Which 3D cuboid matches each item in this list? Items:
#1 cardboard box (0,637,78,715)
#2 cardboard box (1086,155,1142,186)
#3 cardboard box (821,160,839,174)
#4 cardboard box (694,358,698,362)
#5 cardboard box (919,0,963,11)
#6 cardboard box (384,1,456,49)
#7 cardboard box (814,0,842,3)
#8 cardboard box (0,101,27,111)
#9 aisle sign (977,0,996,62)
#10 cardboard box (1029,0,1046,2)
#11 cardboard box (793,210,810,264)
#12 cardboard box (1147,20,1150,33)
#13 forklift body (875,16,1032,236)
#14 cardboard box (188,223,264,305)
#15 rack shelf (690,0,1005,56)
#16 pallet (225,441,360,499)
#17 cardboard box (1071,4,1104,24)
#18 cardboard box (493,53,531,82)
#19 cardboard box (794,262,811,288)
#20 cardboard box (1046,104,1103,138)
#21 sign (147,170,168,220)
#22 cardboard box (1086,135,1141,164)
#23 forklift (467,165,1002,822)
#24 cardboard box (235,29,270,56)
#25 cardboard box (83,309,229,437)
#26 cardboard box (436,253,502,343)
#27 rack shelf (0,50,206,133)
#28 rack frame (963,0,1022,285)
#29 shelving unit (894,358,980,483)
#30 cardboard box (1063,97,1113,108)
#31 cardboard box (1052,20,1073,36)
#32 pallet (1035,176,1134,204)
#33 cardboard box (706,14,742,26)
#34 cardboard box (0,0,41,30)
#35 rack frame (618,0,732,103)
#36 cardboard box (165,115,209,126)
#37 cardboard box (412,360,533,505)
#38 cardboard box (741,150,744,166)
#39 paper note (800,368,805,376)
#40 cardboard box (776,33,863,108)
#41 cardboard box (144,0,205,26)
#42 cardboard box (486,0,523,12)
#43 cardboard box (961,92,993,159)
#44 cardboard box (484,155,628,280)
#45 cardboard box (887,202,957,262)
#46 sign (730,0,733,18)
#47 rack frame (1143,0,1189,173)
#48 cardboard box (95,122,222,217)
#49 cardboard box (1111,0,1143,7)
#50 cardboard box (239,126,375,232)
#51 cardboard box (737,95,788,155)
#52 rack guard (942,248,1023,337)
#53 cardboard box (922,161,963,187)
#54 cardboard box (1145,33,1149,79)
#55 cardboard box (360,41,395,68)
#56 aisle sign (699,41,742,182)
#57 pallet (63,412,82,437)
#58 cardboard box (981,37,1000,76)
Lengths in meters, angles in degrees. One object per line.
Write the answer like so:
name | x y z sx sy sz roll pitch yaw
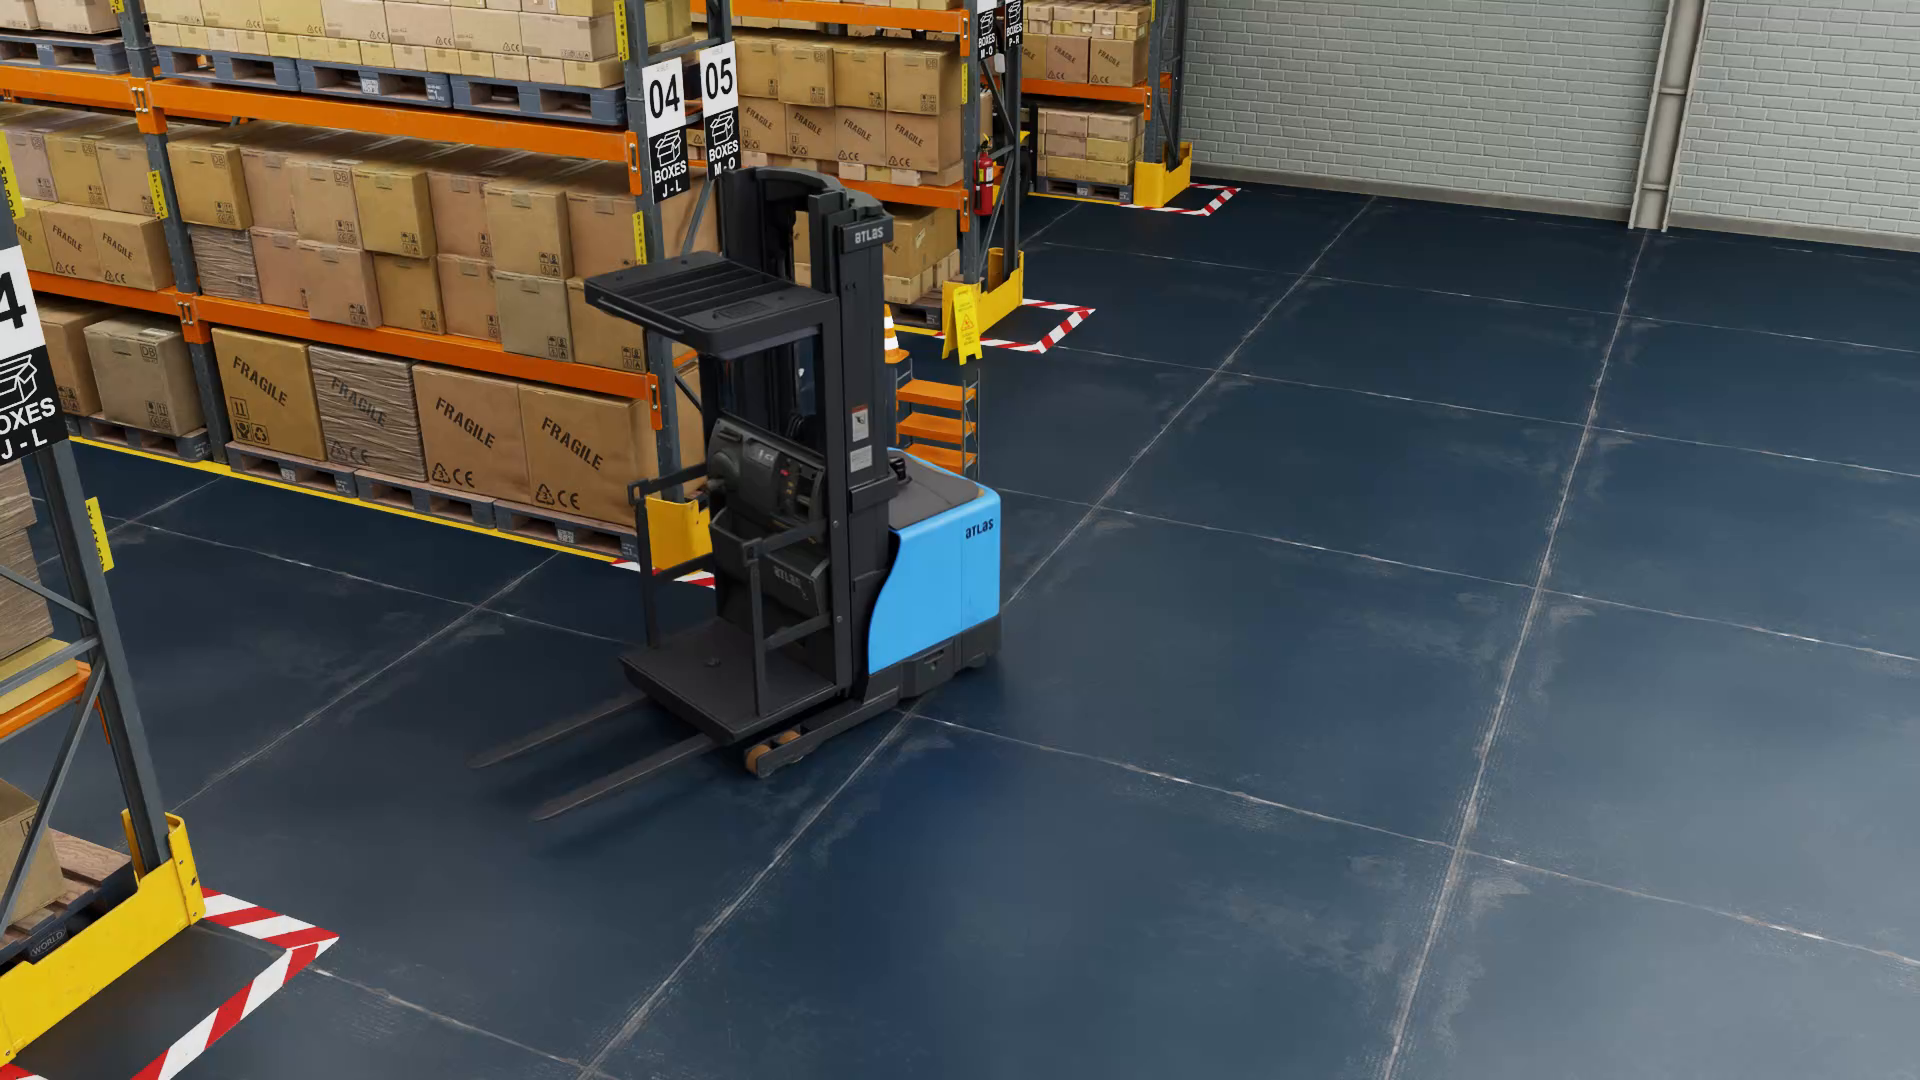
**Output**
cardboard box | -3.975 0.558 7.005 0.250 0.149 0.380 11 28 22
cardboard box | 1.780 -4.301 19.228 0.500 0.250 0.500 12 28 22
cardboard box | -1.064 -3.456 15.159 0.250 0.149 0.380 12 29 23
cardboard box | -2.359 -1.575 13.878 0.637 0.503 0.797 -7 27 -14
cardboard box | -0.153 -4.577 14.039 0.250 0.149 0.380 11 28 22
cardboard box | -3.142 -3.189 10.179 0.500 0.250 0.500 11 28 22
cardboard box | -1.070 -4.771 14.434 0.250 0.149 0.380 11 28 21
cardboard box | -7.619 -3.068 12.840 0.500 0.500 0.700 11 28 21
aisle sign | 0.224 -4.430 13.908 0.004 0.787 0.394 11 28 22
cardboard box | 0.983 -6.285 19.436 0.250 0.149 0.380 11 28 21
cardboard box | -1.483 -2.913 15.560 0.500 0.500 0.500 11 28 21
cardboard box | 2.137 -5.890 18.970 0.250 0.149 0.380 11 28 21
forklift body | -0.143 -4.620 18.199 1.214 2.155 2.313 11 28 22
cardboard box | -4.970 -2.118 11.987 0.550 0.550 0.875 11 28 22
rack shelf | -1.533 -4.780 14.981 4.000 0.370 1.077 11 28 22
pallet | -4.651 -0.692 12.417 1.213 0.211 1.003 11 28 22
cardboard box | 1.439 -5.907 18.668 0.250 0.149 0.380 12 29 23
cardboard box | -2.576 -2.866 9.976 0.250 0.149 0.380 12 29 23
cardboard box | -1.507 -2.577 15.726 0.500 0.250 0.500 10 28 20
cardboard box | 1.323 -4.841 19.192 0.500 0.250 0.500 12 29 23
sign | -5.527 -2.378 11.462 0.005 0.325 0.100 11 28 22
cardboard box | 1.766 -4.530 19.127 0.500 0.250 0.500 11 28 21
forklift | -1.174 -0.329 8.599 3.031 2.935 1.130 -23 34 -38
cardboard box | -4.429 -3.238 10.731 0.250 0.149 0.380 11 28 21
cardboard box | -5.913 -1.370 12.709 0.750 0.750 1.050 11 28 22
cardboard box | -2.994 -1.744 11.227 0.550 0.550 0.875 11 28 22
rack shelf | -7.131 -3.502 12.387 4.000 0.370 1.077 11 28 22
rack frame | 0.287 -3.391 14.742 0.127 3.000 1.000 11 28 22
shelving unit | -0.151 -0.569 11.046 0.503 1.200 0.258 11 28 22
cardboard box | 1.523 -5.045 19.607 0.500 0.250 0.500 11 28 22
cardboard box | 1.230 -5.831 18.850 0.250 0.149 0.380 11 28 21
pallet | 1.625 -4.260 19.663 1.213 0.211 1.003 11 28 22
cardboard box | -2.790 -6.450 20.559 0.500 0.250 0.500 12 29 23
cardboard box | -6.526 -3.763 11.682 0.500 0.250 0.500 11 28 21
rack frame | -1.670 -4.074 9.337 0.127 3.000 1.000 11 28 22
cardboard box | -8.400 -4.414 18.749 0.875 0.875 0.875 12 29 22
cardboard box | -3.116 -0.875 11.562 0.875 0.875 0.875 11 28 21
cardboard box | -2.039 -3.586 15.421 0.250 0.149 0.380 12 28 22
paper note | -1.397 -1.432 14.123 0.142 0.019 0.148 2 26 4
cardboard box | -1.232 -4.171 14.744 0.500 0.500 0.700 11 28 21
cardboard box | -4.982 -3.557 10.927 0.500 0.250 0.500 12 28 22
cardboard box | -2.577 -3.225 9.801 0.250 0.149 0.380 12 29 23
cardboard box | -0.029 -3.768 15.057 0.500 0.500 0.500 11 28 21
cardboard box | -2.530 -2.081 10.689 0.550 0.550 0.875 11 28 22
cardboard box | -0.354 -2.945 15.625 0.500 0.500 0.500 10 28 20
sign | -1.434 -3.378 10.240 0.005 0.325 0.100 11 28 22
rack frame | 2.339 -5.388 18.797 0.127 3.000 1.000 11 28 22
cardboard box | -5.765 -2.696 12.084 0.500 0.500 0.700 11 28 21
cardboard box | 1.905 -6.078 19.015 0.250 0.149 0.380 12 29 24
cardboard box | -4.440 -2.530 11.601 0.550 0.550 0.875 11 28 22
cardboard box | -1.682 -3.845 15.213 0.500 0.500 0.500 12 29 22
rack guard | 0.218 -2.284 15.323 0.348 0.500 1.175 11 28 22
cardboard box | -0.142 -3.261 14.762 0.250 0.149 0.380 12 29 24
cardboard box | 2.003 -5.635 19.186 0.500 0.500 0.500 12 29 23
cardboard box | -3.501 -3.052 10.354 0.250 0.149 0.380 12 29 22
aisle sign | -1.481 -2.656 10.307 0.004 0.787 0.394 11 28 22
pallet | -7.159 -1.196 13.440 1.213 0.211 1.003 11 28 22
cardboard box | 0.385 -5.697 19.312 0.500 0.500 0.500 12 28 22
